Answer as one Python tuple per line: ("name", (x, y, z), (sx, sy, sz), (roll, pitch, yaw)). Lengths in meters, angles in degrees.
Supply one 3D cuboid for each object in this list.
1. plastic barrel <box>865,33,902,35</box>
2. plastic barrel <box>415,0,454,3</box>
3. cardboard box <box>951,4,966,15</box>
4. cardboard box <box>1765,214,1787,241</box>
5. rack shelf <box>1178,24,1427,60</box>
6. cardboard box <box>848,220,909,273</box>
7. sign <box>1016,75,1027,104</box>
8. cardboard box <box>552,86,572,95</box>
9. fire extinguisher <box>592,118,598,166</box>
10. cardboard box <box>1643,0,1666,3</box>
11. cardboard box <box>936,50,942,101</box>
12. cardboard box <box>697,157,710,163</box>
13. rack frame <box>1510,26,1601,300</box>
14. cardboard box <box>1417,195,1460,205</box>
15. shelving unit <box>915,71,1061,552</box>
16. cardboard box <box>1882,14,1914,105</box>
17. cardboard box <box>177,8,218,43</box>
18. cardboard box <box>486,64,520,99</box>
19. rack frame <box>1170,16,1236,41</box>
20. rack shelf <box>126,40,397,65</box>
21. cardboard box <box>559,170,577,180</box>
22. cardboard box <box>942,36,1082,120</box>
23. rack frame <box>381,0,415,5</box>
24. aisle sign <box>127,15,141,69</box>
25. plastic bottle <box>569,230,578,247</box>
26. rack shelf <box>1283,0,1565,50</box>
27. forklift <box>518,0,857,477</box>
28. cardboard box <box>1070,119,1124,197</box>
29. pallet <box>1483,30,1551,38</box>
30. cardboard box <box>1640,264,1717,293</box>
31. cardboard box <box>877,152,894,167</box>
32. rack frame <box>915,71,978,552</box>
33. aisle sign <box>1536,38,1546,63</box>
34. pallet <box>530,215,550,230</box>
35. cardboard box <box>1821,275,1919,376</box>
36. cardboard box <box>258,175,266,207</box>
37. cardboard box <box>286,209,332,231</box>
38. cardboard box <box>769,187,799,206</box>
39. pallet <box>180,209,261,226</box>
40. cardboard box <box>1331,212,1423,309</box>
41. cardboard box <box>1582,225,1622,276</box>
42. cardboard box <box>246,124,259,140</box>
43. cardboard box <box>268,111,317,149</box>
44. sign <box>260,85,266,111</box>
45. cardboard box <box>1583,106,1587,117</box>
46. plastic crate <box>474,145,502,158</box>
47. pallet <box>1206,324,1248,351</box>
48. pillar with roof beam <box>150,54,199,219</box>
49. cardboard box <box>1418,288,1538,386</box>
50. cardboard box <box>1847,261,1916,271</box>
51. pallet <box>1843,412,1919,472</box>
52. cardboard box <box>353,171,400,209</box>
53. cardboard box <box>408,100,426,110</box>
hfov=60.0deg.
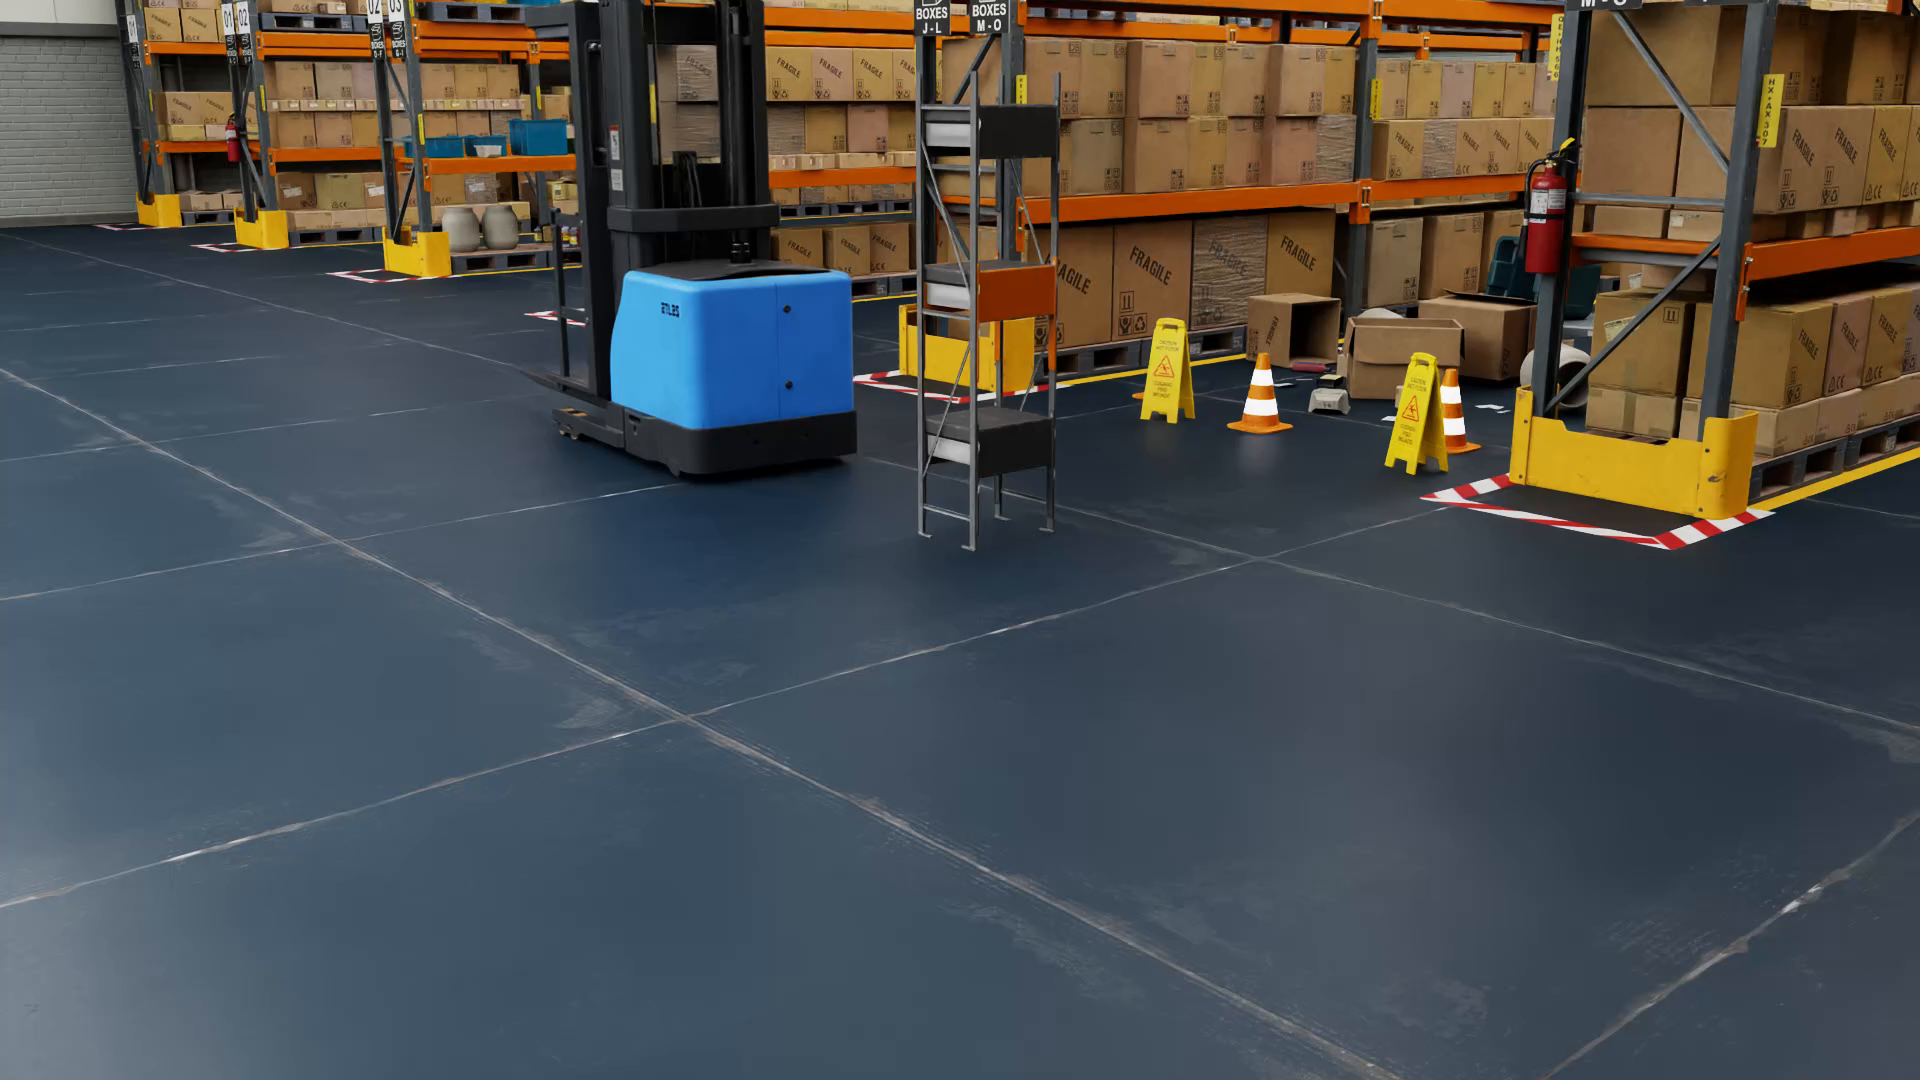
("plastic barrel", (-1.104, -7.512, 23.277), (0.600, 0.901, 0.600), (0, 15, 0))
("plastic barrel", (-6.094, -6.529, 18.922), (0.708, 0.830, 0.600), (-13, 19, -39))
("cardboard box", (-0.280, -5.525, 17.098), (0.500, 0.250, 0.500), (-12, 19, -37))
("cardboard box", (3.953, -1.610, 8.453), (0.250, 0.149, 0.380), (-12, 19, -39))
("rack shelf", (4.418, -6.394, 21.456), (4.000, 0.370, 1.077), (-13, 19, -39))
("cardboard box", (-0.863, -3.113, 17.620), (0.500, 0.500, 0.500), (-6, 16, -22))
("sign", (0.414, -2.963, 11.199), (0.005, 0.325, 0.100), (-13, 19, -39))
("cardboard box", (-7.319, -8.299, 30.703), (0.380, 0.149, 0.250), (12, 19, 38))
("fire extinguisher", (-3.514, -3.631, 15.682), (0.183, 0.674, 0.296), (-13, 19, -39))
("cardboard box", (6.695, -5.513, 16.571), (0.500, 0.500, 0.500), (-13, 19, -39))
("cardboard box", (-0.267, -4.821, 17.279), (0.500, 0.500, 0.500), (-13, 19, -39))
("cardboard box", (-2.553, -3.517, 15.592), (0.250, 0.149, 0.380), (-13, 19, -39))
("rack frame", (6.089, -3.971, 16.803), (0.127, 3.000, 1.000), (-13, 19, -39))
("cardboard box", (6.477, -4.904, 23.599), (0.875, 0.875, 0.875), (-13, 19, -39))
("shelving unit", (0.125, -1.042, 7.584), (0.503, 2.100, 0.431), (-13, 19, -39))
("cardboard box", (5.127, -2.827, 9.814), (0.500, 0.500, 0.700), (-13, 20, -41))
("cardboard box", (-12.035, -8.090, 26.181), (0.500, 0.500, 0.500), (-11, 19, -36))
("cardboard box", (-6.939, -6.804, 24.701), (0.500, 0.500, 0.700), (-13, 19, -39))
("rack frame", (2.910, -4.953, 20.482), (0.127, 3.000, 1.000), (-13, 19, -39))
("rack shelf", (-11.371, -7.932, 27.213), (4.000, 0.370, 1.077), (-13, 19, -39))
("cardboard box", (-7.354, -6.719, 31.083), (0.500, 0.500, 0.700), (-12, 19, -39))
("cardboard box", (0.360, -3.265, 11.778), (0.550, 0.550, 0.875), (-13, 19, -39))
("rack frame", (-6.377, -7.461, 18.244), (0.127, 3.000, 1.000), (-13, 19, -39))
("aisle sign", (-12.737, -7.677, 25.639), (0.004, 0.787, 0.394), (-13, 19, -39))
("plastic bottle", (-4.726, -3.687, 20.311), (0.097, 0.201, 0.097), (0, 15, 0))
("rack shelf", (4.580, -4.734, 15.240), (4.000, 0.370, 1.077), (-13, 19, -39))
("forklift", (-1.833, -2.079, 9.853), (1.130, 2.935, 3.031), (-10, 18, -34))
("cardboard box", (0.705, -2.857, 12.343), (0.550, 0.550, 0.875), (-13, 19, -39))
("pallet", (8.392, -7.587, 24.702), (1.213, 0.211, 1.003), (-13, 19, -39))
("cardboard box", (4.046, -1.481, 9.286), (0.250, 0.149, 0.380), (-12, 19, -38))
("cardboard box", (-0.891, -3.909, 17.058), (0.250, 0.149, 0.380), (-13, 19, -39))
("rack frame", (-0.059, -1.001, 7.429), (0.015, 2.100, 0.400), (-13, 19, -39))
("aisle sign", (8.802, -7.635, 25.484), (0.004, 0.787, 0.394), (-13, 19, -39))
("pallet", (-6.078, -4.990, 26.023), (1.213, 0.211, 1.003), (-13, 19, -39))
("cardboard box", (5.360, -1.258, 9.707), (0.500, 0.500, 0.500), (-11, 19, -36))
("cardboard box", (-11.283, -5.807, 27.668), (0.500, 0.500, 0.700), (-14, 21, -43))
("cardboard box", (-9.075, -4.449, 23.109), (0.500, 0.250, 0.500), (-13, 19, -39))
("cardboard box", (-3.060, -5.909, 28.051), (0.500, 0.500, 0.500), (-12, 19, -37))
("pallet", (-12.187, -5.288, 27.136), (1.213, 0.211, 1.003), (-13, 19, -39))
("cardboard box", (3.481, -2.532, 14.961), (0.750, 0.750, 1.050), (-13, 20, -40))
("cardboard box", (6.790, -3.036, 17.334), (0.500, 0.500, 0.500), (-14, 20, -42))
("cardboard box", (-11.533, -6.625, 26.992), (0.500, 0.250, 0.500), (-13, 20, -40))
("cardboard box", (-9.265, -5.652, 22.905), (0.500, 0.500, 0.700), (-13, 19, -39))
("sign", (-9.266, -5.875, 22.100), (0.005, 0.325, 0.100), (-13, 19, -39))
("cardboard box", (5.744, -4.428, 16.383), (0.500, 0.500, 0.700), (-13, 20, -40))
("plastic crate", (-5.490, -4.524, 19.385), (0.250, 0.136, 0.298), (-13, 19, -39))
("pallet", (2.447, -1.832, 14.201), (1.213, 0.211, 1.003), (-13, 19, -39))
("pillar with roof beam", (-10.094, -8.838, 23.401), (0.400, 9.000, 9.100), (-13, 19, -39))
("cardboard box", (3.743, -1.479, 12.049), (0.503, 0.637, 0.797), (-13, 19, -39))
("cardboard box", (5.775, -1.536, 10.749), (0.500, 0.500, 0.500), (-12, 19, -37))
("pallet", (4.993, -0.671, 9.853), (1.213, 0.211, 1.003), (-13, 19, -39))
("cardboard box", (-8.330, -4.984, 23.657), (0.500, 0.500, 0.500), (-13, 19, -39))
("cardboard box", (-7.830, -6.219, 23.767), (0.250, 0.149, 0.380), (-12, 19, -38))
